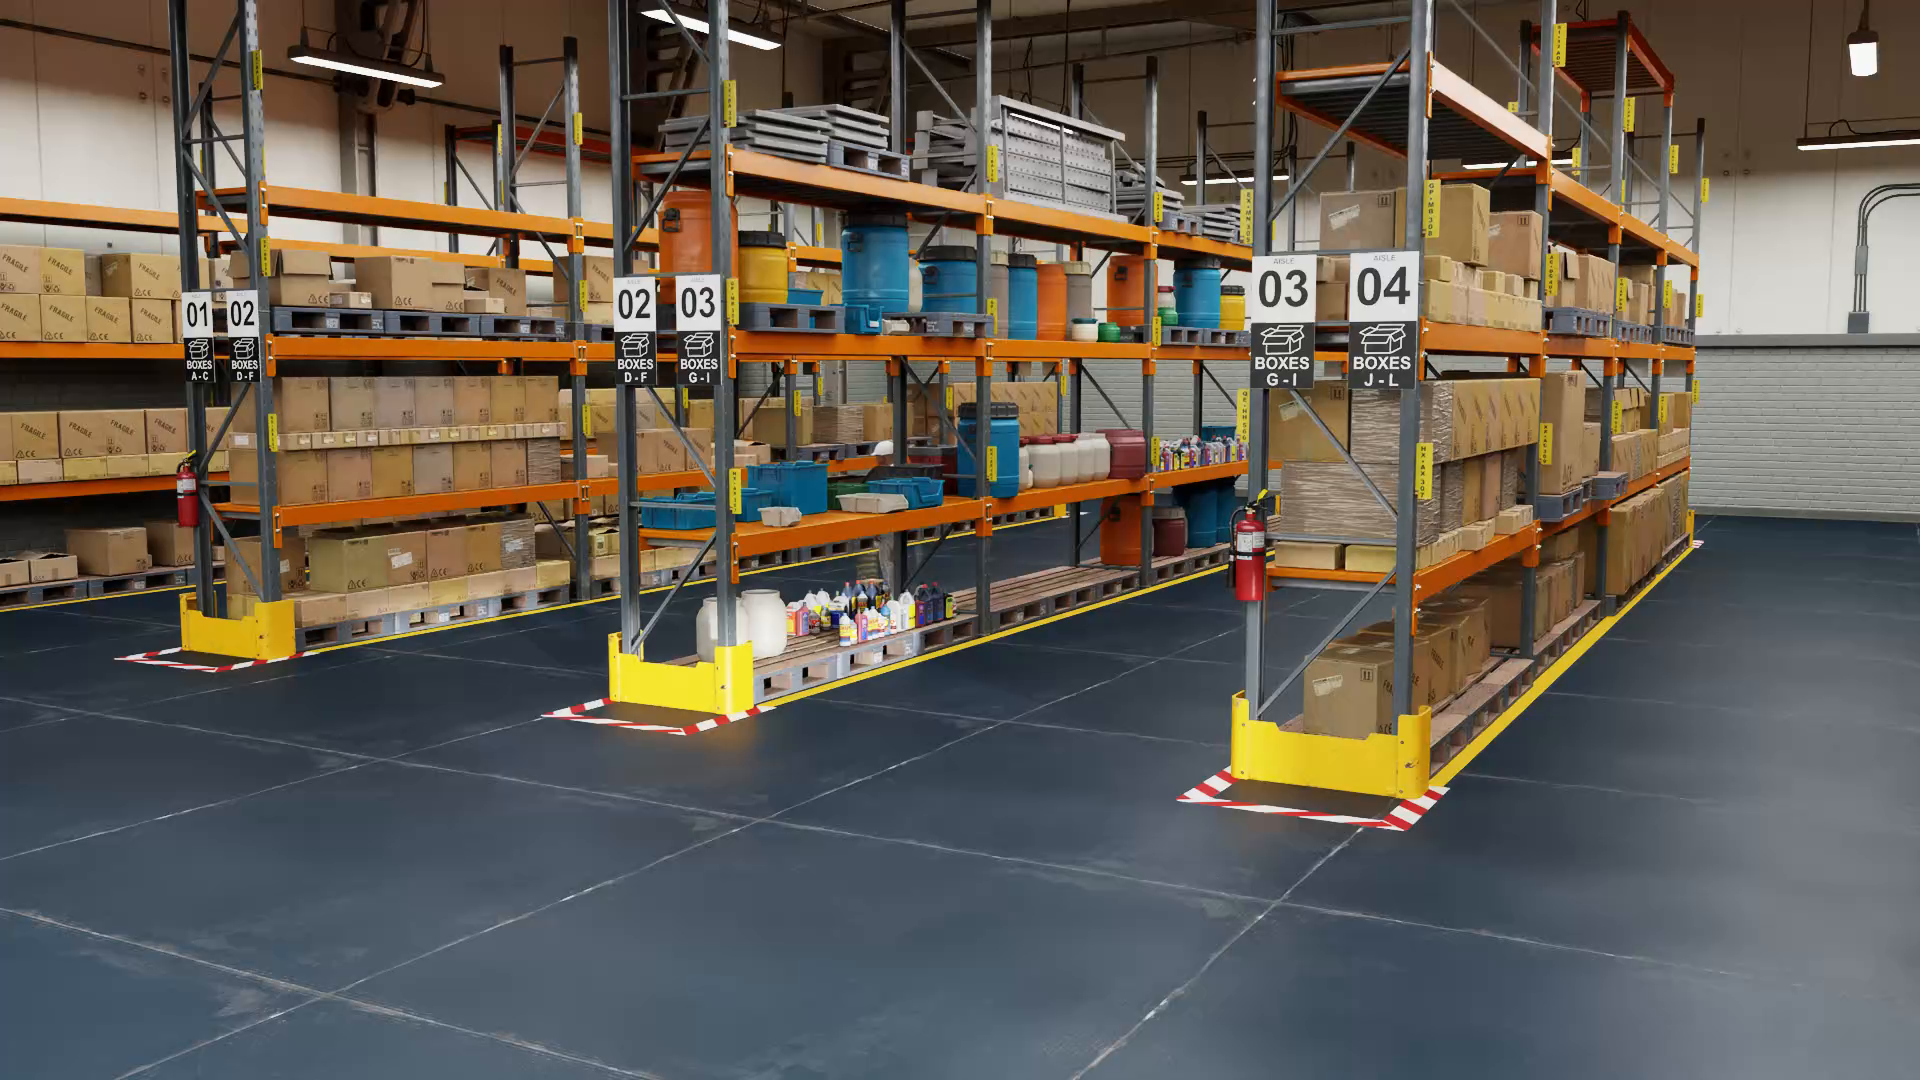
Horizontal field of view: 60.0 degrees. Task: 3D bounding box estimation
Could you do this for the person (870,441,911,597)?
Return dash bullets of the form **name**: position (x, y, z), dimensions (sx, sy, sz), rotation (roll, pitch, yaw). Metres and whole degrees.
- **person**: position (-0.729, -0.178, 17.775), dimensions (0.455, 1.760, 0.635), rotation (3, 7, 25)
